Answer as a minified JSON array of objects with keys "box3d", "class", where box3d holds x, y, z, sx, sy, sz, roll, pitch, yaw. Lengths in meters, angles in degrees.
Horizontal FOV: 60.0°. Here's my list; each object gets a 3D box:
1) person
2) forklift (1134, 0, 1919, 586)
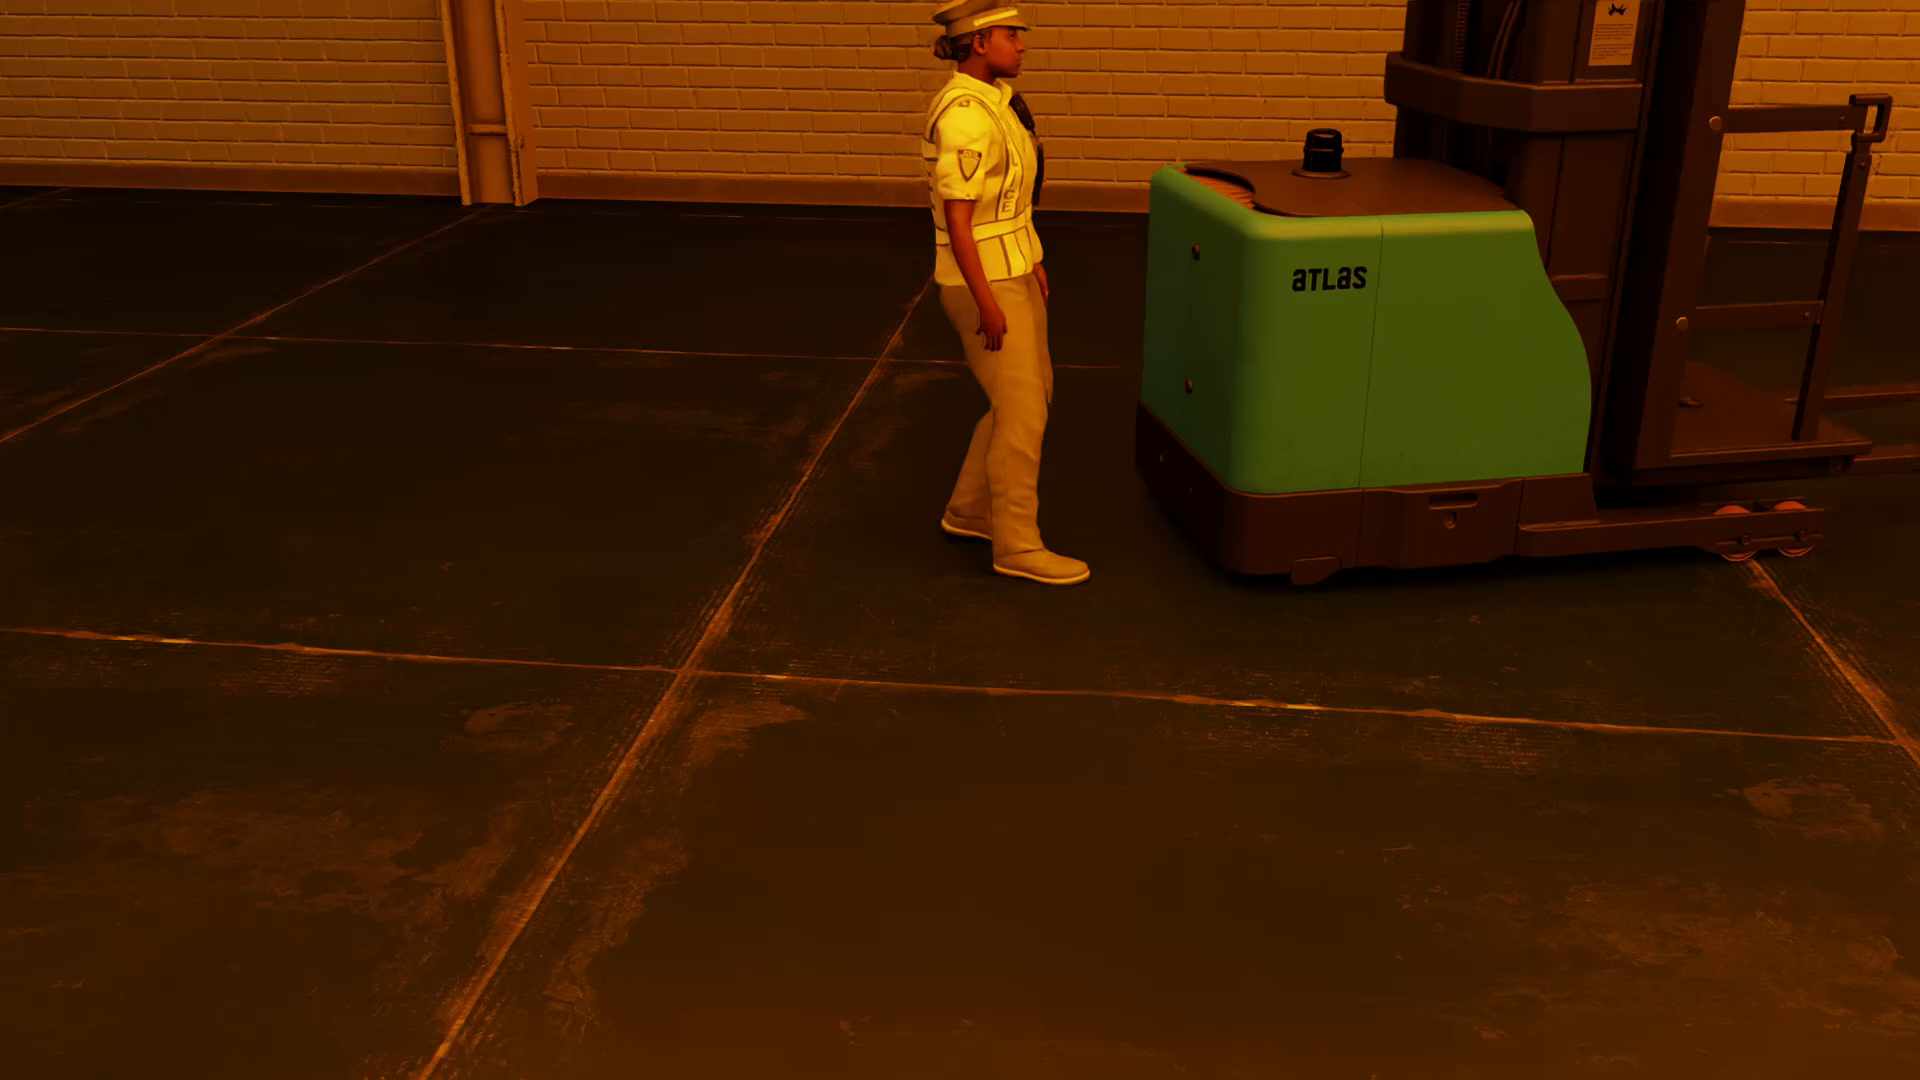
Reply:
[{"box3d":[0.171,-0.746,4.846,0.545,1.670,0.594,5,22,12],"class":"person"},{"box3d":[2.156,-1.484,4.940,3.031,2.935,1.130,-4,22,-10],"class":"forklift"}]
